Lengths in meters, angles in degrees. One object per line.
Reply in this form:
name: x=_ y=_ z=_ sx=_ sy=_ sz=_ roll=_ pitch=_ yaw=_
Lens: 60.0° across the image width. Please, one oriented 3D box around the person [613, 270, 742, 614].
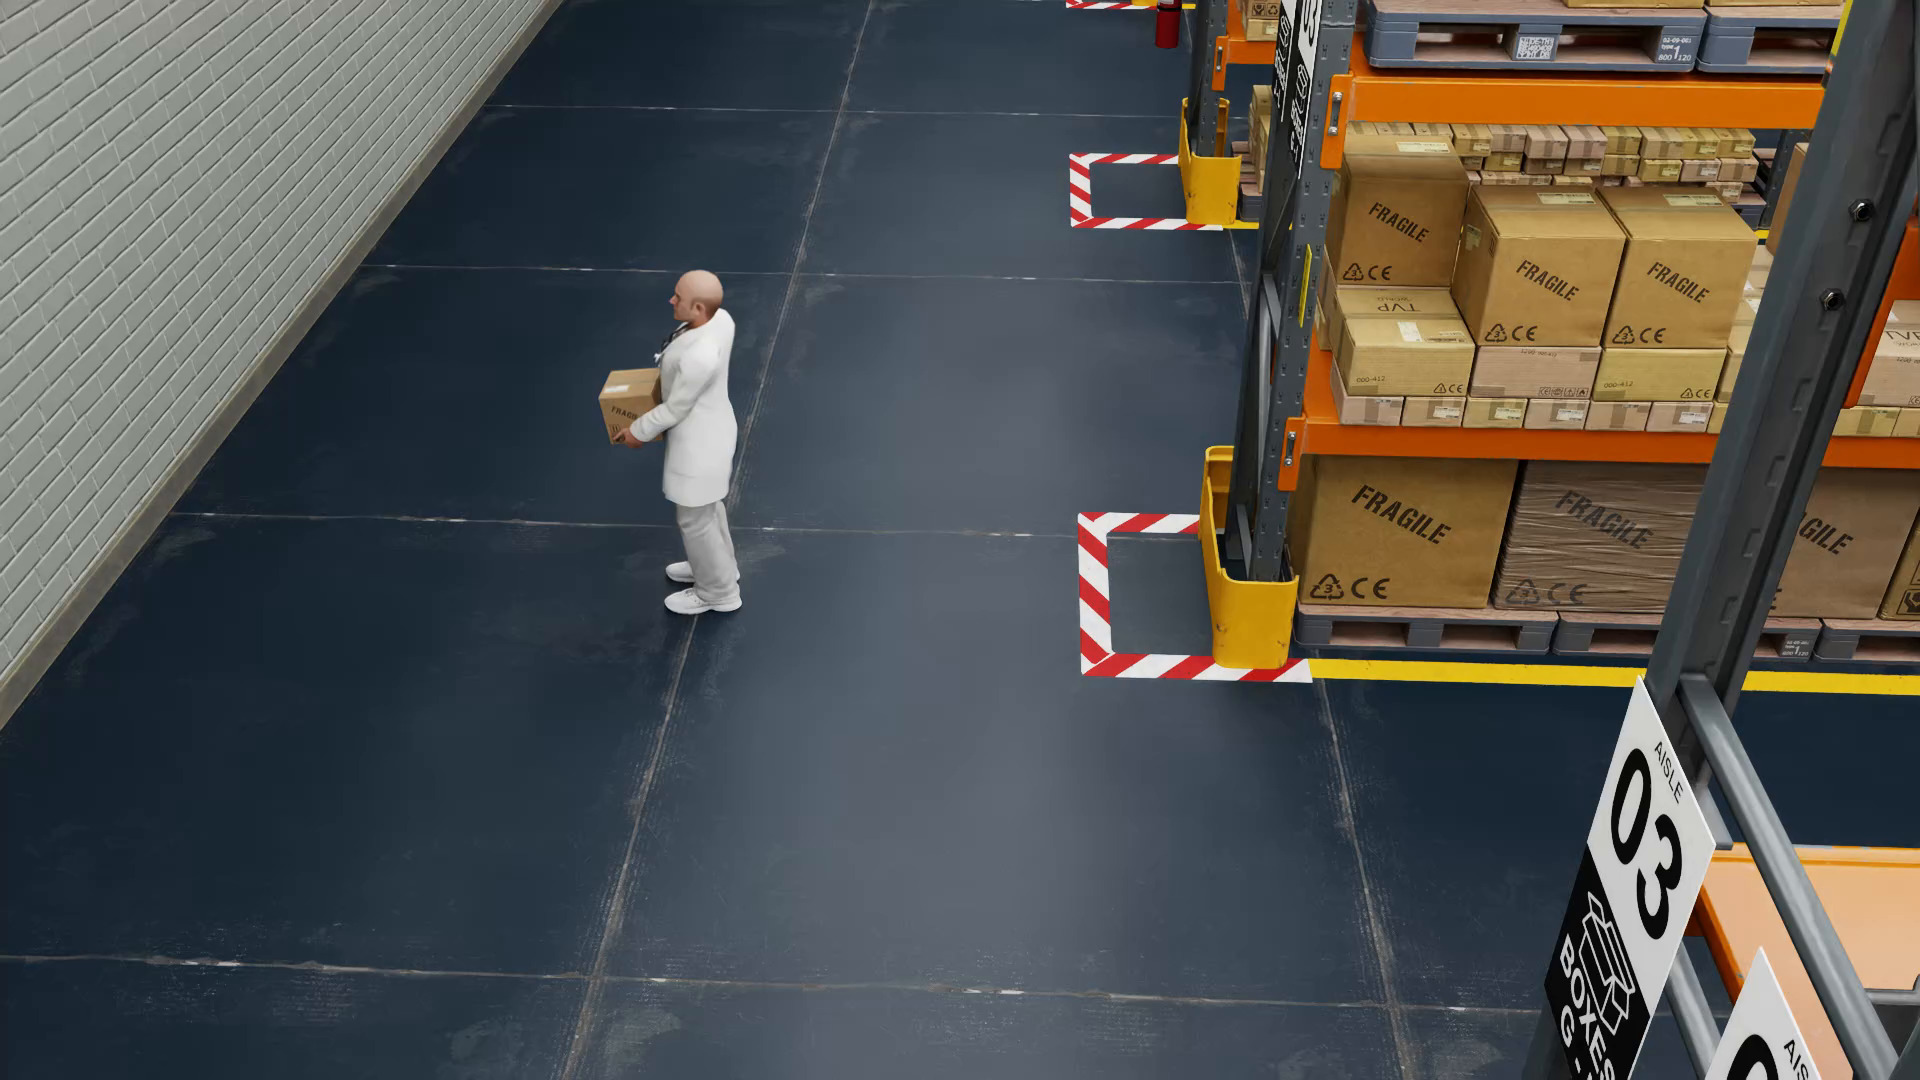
person: x=-1.313 y=-0.461 z=7.791 sx=0.554 sy=1.771 sz=0.529 roll=2 pitch=35 yaw=3
